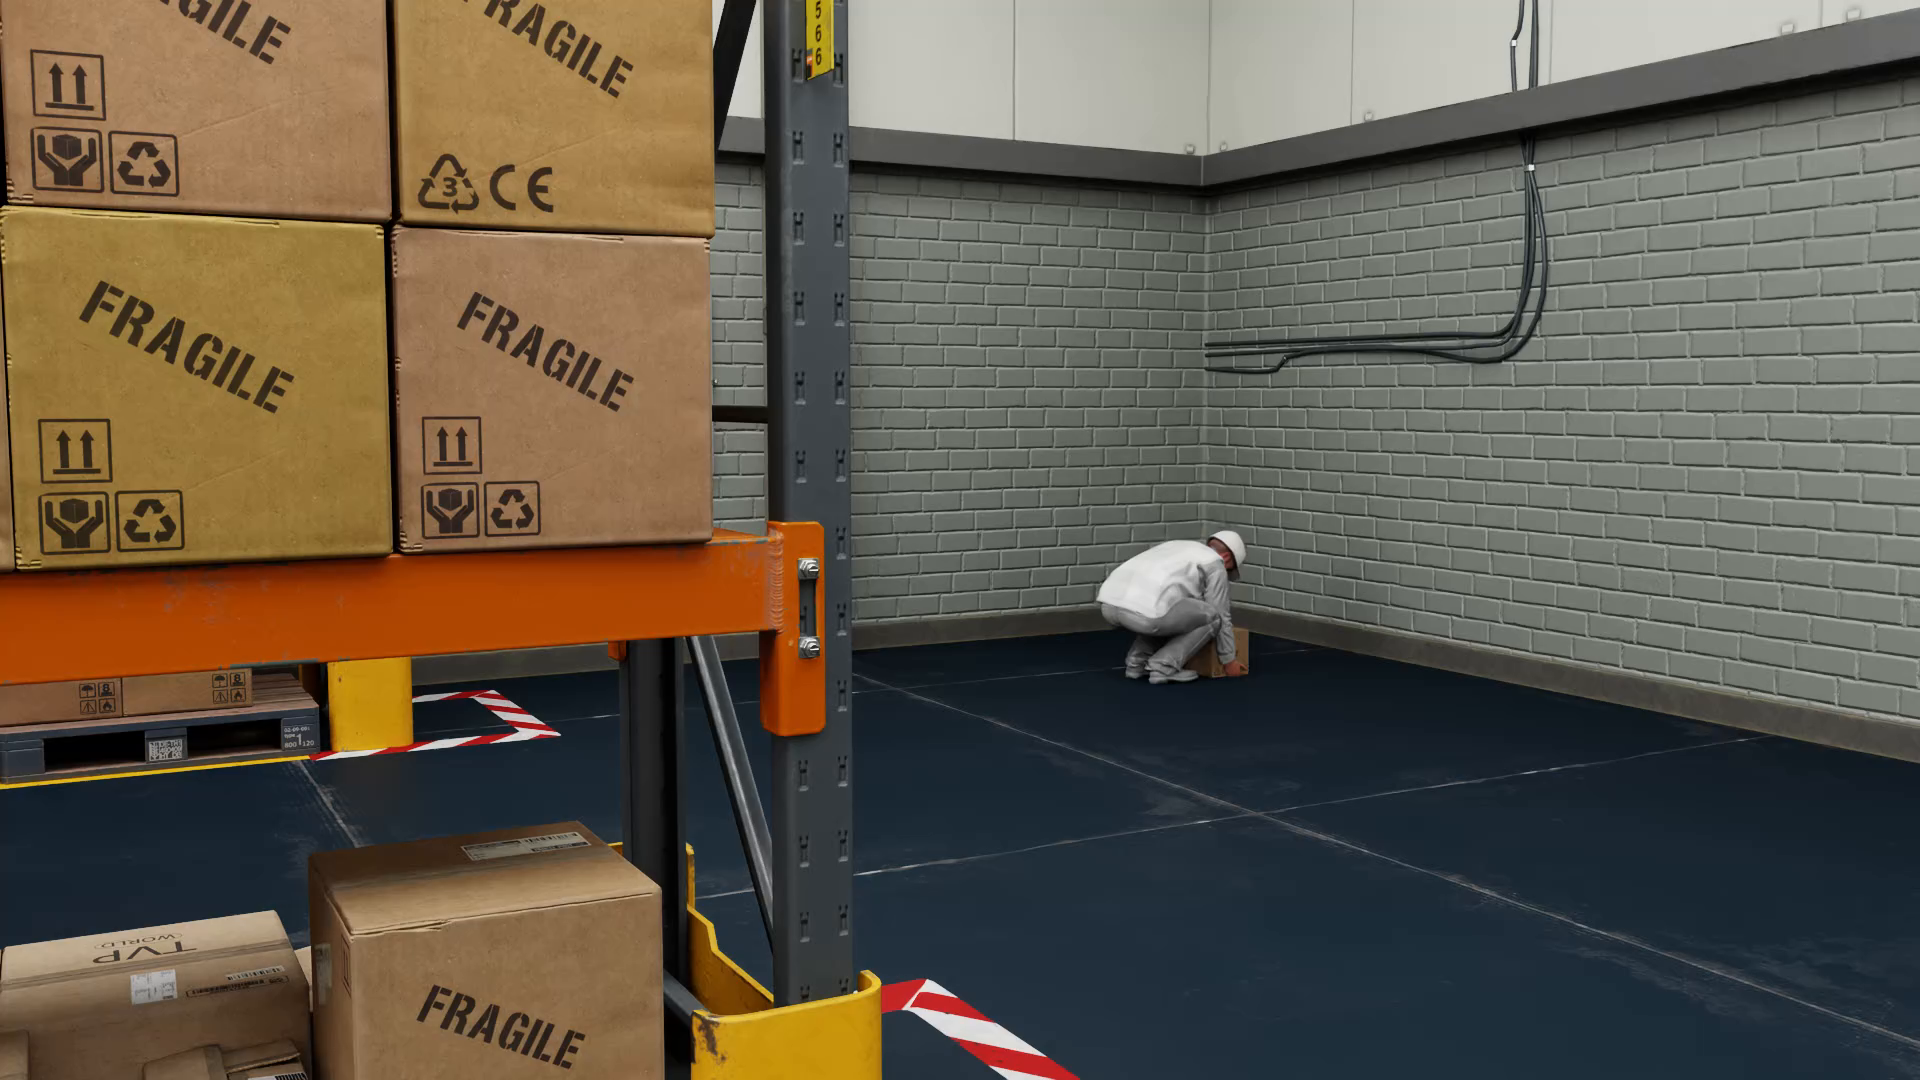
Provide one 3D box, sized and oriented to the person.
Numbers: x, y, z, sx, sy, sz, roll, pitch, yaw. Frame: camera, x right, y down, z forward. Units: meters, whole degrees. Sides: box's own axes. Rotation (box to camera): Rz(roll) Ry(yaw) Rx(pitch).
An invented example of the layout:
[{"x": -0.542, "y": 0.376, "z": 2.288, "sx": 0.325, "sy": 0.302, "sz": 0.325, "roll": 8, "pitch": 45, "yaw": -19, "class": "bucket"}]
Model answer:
[{"x": 1.199, "y": 0.403, "z": 9.123, "sx": 0.952, "sy": 0.876, "sz": 0.513, "roll": -3, "pitch": 6, "yaw": -29, "class": "person"}]
